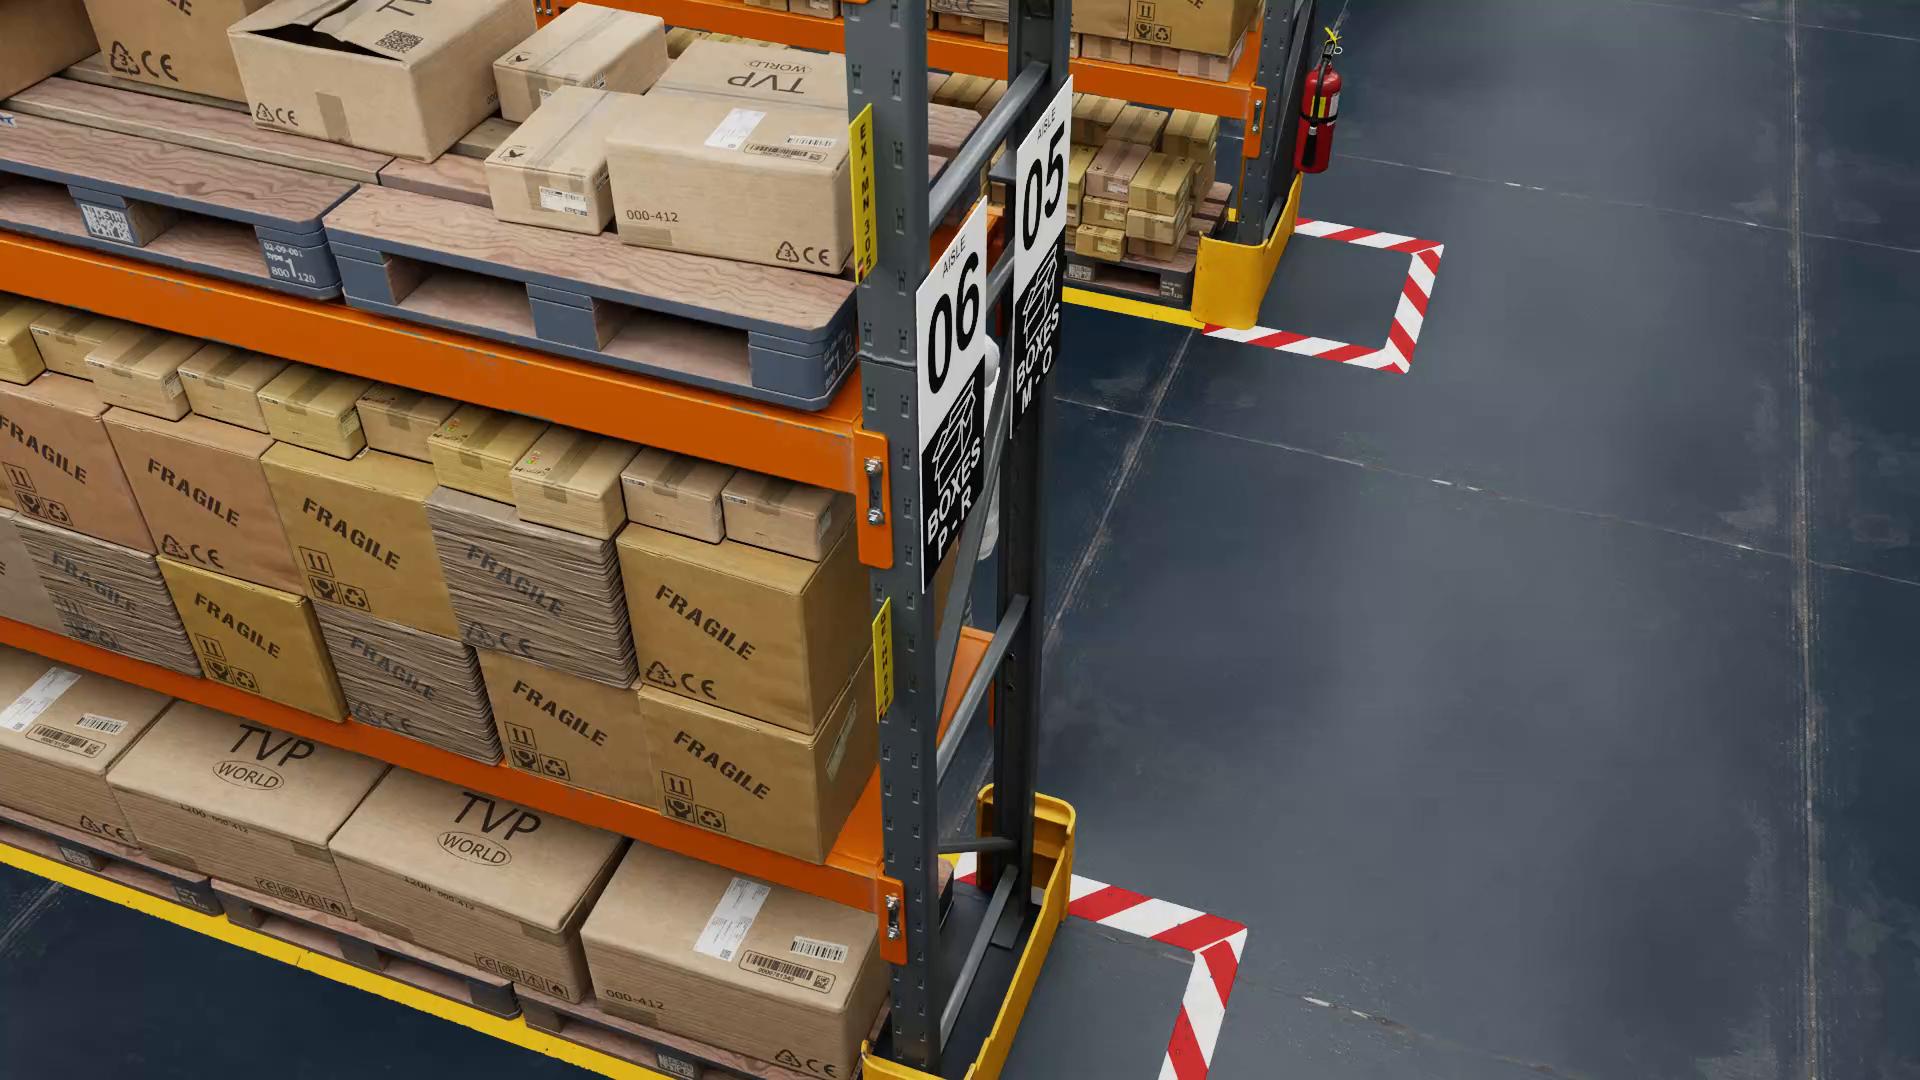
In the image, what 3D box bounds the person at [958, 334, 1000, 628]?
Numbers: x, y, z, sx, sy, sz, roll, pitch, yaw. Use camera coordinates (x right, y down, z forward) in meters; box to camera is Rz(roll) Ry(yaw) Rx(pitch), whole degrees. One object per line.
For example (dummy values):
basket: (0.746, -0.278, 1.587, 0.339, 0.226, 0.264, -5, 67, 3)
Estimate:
person: (-0.094, -0.073, 6.214, 0.574, 1.785, 0.656, 9, 42, 10)
